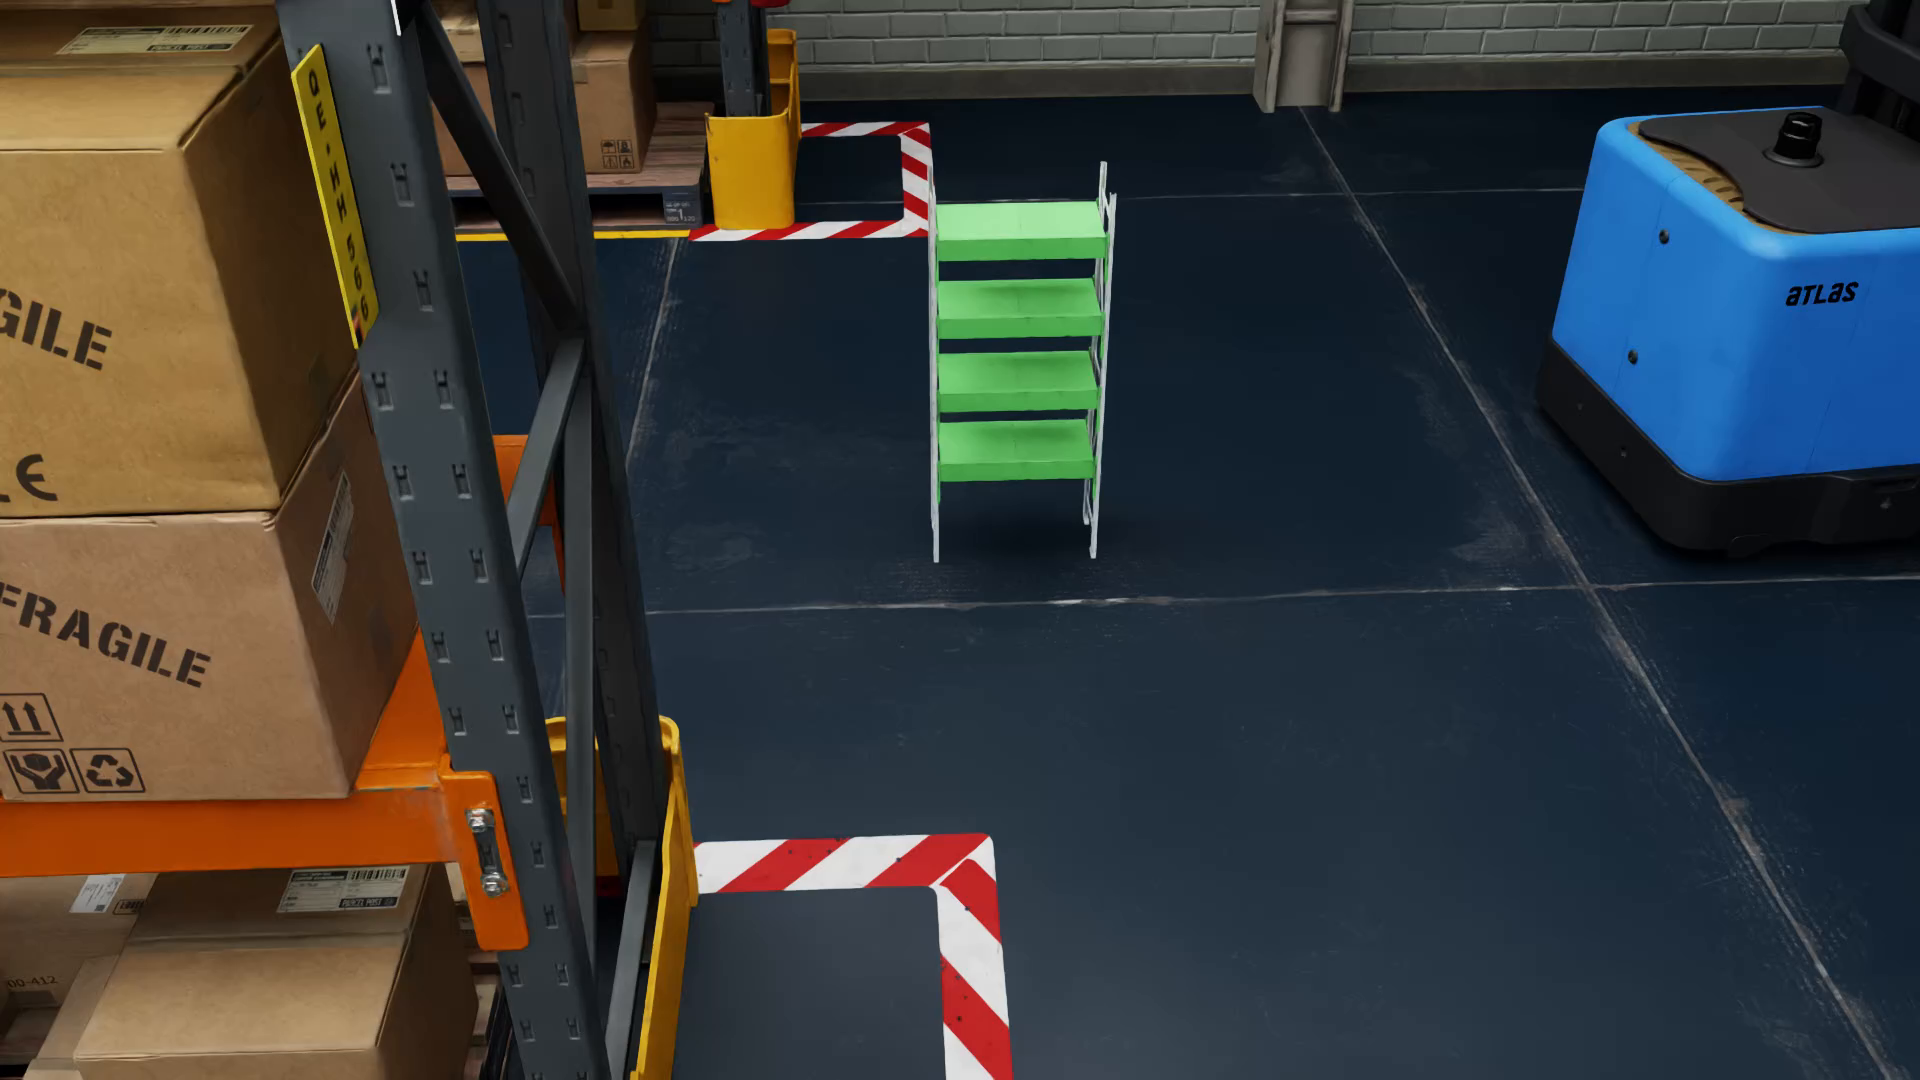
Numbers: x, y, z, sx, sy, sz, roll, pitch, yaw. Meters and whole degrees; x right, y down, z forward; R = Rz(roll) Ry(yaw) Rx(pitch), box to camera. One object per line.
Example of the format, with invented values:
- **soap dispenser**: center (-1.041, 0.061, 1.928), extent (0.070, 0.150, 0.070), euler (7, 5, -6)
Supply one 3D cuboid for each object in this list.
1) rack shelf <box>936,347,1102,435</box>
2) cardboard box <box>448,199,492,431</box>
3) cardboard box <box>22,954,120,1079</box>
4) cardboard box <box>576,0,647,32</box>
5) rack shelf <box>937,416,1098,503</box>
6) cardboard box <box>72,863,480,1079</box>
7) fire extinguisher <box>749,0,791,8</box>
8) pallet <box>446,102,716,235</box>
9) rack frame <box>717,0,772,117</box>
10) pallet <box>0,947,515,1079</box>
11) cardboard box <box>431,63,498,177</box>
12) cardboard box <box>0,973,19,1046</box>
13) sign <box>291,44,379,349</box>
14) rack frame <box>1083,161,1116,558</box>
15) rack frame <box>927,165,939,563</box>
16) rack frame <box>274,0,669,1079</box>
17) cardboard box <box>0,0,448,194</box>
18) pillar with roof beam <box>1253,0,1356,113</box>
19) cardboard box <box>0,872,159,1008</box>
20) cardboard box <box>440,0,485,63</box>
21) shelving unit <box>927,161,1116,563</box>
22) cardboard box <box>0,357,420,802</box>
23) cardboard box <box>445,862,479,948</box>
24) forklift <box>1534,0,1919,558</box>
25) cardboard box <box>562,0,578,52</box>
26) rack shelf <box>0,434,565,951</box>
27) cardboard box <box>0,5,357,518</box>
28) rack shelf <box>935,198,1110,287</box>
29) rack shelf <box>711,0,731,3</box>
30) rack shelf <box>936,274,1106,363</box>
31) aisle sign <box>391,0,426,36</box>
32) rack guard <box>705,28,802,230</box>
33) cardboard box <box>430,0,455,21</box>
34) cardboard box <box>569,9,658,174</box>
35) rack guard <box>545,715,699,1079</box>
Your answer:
- **rack shelf**: center (0.165, -0.445, 4.951), extent (0.480, 0.148, 0.258), euler (-2, 35, -2)
- **cardboard box**: center (-1.161, -0.270, 2.916), extent (0.500, 0.500, 0.500), euler (-1, 35, -1)
- **cardboard box**: center (-1.645, 1.008, 3.261), extent (0.250, 0.166, 0.380), euler (-2, 35, -2)
- **cardboard box**: center (-1.522, -2.359, 7.281), extent (0.250, 0.149, 0.380), euler (-1, 35, -2)
- **rack shelf**: center (0.165, -0.248, 5.088), extent (0.480, 0.148, 0.258), euler (-2, 35, -2)
- **cardboard box**: center (-1.236, 0.911, 3.108), extent (0.500, 0.500, 0.500), euler (-2, 35, -2)
- **fire extinguisher**: center (-0.771, -2.463, 6.569), extent (0.183, 0.674, 0.296), euler (-2, 35, -2)
- **pallet**: center (-1.738, -1.694, 7.512), extent (1.213, 0.211, 1.003), euler (-2, 35, -2)
- **rack frame**: center (-0.943, -2.906, 6.814), extent (0.127, 3.000, 1.000), euler (-2, 35, -2)
- **pallet**: center (-1.577, 1.080, 3.504), extent (1.213, 0.211, 1.003), euler (-2, 35, -2)
- **cardboard box**: center (-2.138, -1.962, 7.277), extent (0.500, 0.500, 0.700), euler (-2, 35, -2)
- **cardboard box**: center (-2.187, 1.022, 3.167), extent (0.500, 0.250, 0.500), euler (-2, 35, -2)
- **sign**: center (-0.699, -0.381, 1.869), extent (0.005, 0.325, 0.100), euler (-2, 35, -2)
- **rack frame**: center (0.409, -0.504, 4.924), extent (0.015, 1.200, 0.240), euler (-2, 35, -2)
- **rack frame**: center (-0.078, -0.491, 4.905), extent (0.015, 1.200, 0.240), euler (-2, 35, -2)
- **rack frame**: center (-0.705, -0.091, 2.745), extent (0.127, 3.000, 1.000), euler (-2, 35, -2)
- **cardboard box**: center (-1.161, -0.681, 2.632), extent (0.500, 0.500, 0.500), euler (-1, 35, -1)
- **pillar with roof beam**: center (1.917, -3.491, 2.386), extent (0.400, 9.000, 9.100), euler (-2, 35, -2)
- **cardboard box**: center (-1.761, 0.726, 3.595), extent (0.500, 0.250, 0.500), euler (-2, 35, -2)
- **cardboard box**: center (-2.013, -2.128, 6.946), extent (0.250, 0.149, 0.380), euler (-1, 35, -1)
- **shelving unit**: center (0.165, -0.498, 4.915), extent (0.503, 1.200, 0.258), euler (-2, 35, -2)
- **cardboard box**: center (-1.140, 0.035, 2.476), extent (0.500, 0.500, 0.500), euler (-1, 35, -1)
- **cardboard box**: center (-1.140, 0.717, 3.697), extent (0.250, 0.149, 0.380), euler (-2, 35, -2)
- **forklift**: center (3.583, -1.539, 4.898), extent (3.031, 2.935, 1.130), euler (-5, 35, -8)
- **cardboard box**: center (-1.757, -2.135, 6.957), extent (0.250, 0.149, 0.380), euler (-2, 35, -3)
- **rack shelf**: center (-2.703, 0.259, 2.872), extent (4.000, 0.370, 1.077), euler (-2, 35, -2)
- **cardboard box**: center (-1.137, -0.375, 2.189), extent (0.500, 0.500, 0.500), euler (-2, 35, -3)
- **rack shelf**: center (0.165, -0.840, 4.678), extent (0.480, 0.148, 0.258), euler (-2, 35, -2)
- **rack shelf**: center (-2.941, -2.557, 6.941), extent (4.000, 0.370, 1.077), euler (-2, 35, -2)
- **rack shelf**: center (0.165, -0.643, 4.815), extent (0.480, 0.148, 0.258), euler (-2, 35, -2)
- **aisle sign**: center (-0.622, -0.987, 1.756), extent (0.004, 0.787, 0.394), euler (-2, 35, -2)
- **rack guard**: center (-0.919, -1.879, 7.526), extent (0.348, 0.500, 1.175), euler (-2, 35, -2)
- **cardboard box**: center (-2.278, -2.339, 7.251), extent (0.250, 0.149, 0.380), euler (-1, 35, -2)
- **cardboard box**: center (-1.638, -1.976, 7.296), extent (0.500, 0.500, 0.700), euler (-2, 35, -2)
- **rack guard**: center (-0.781, 0.939, 3.454), extent (0.348, 0.500, 1.175), euler (-2, 35, -2)
